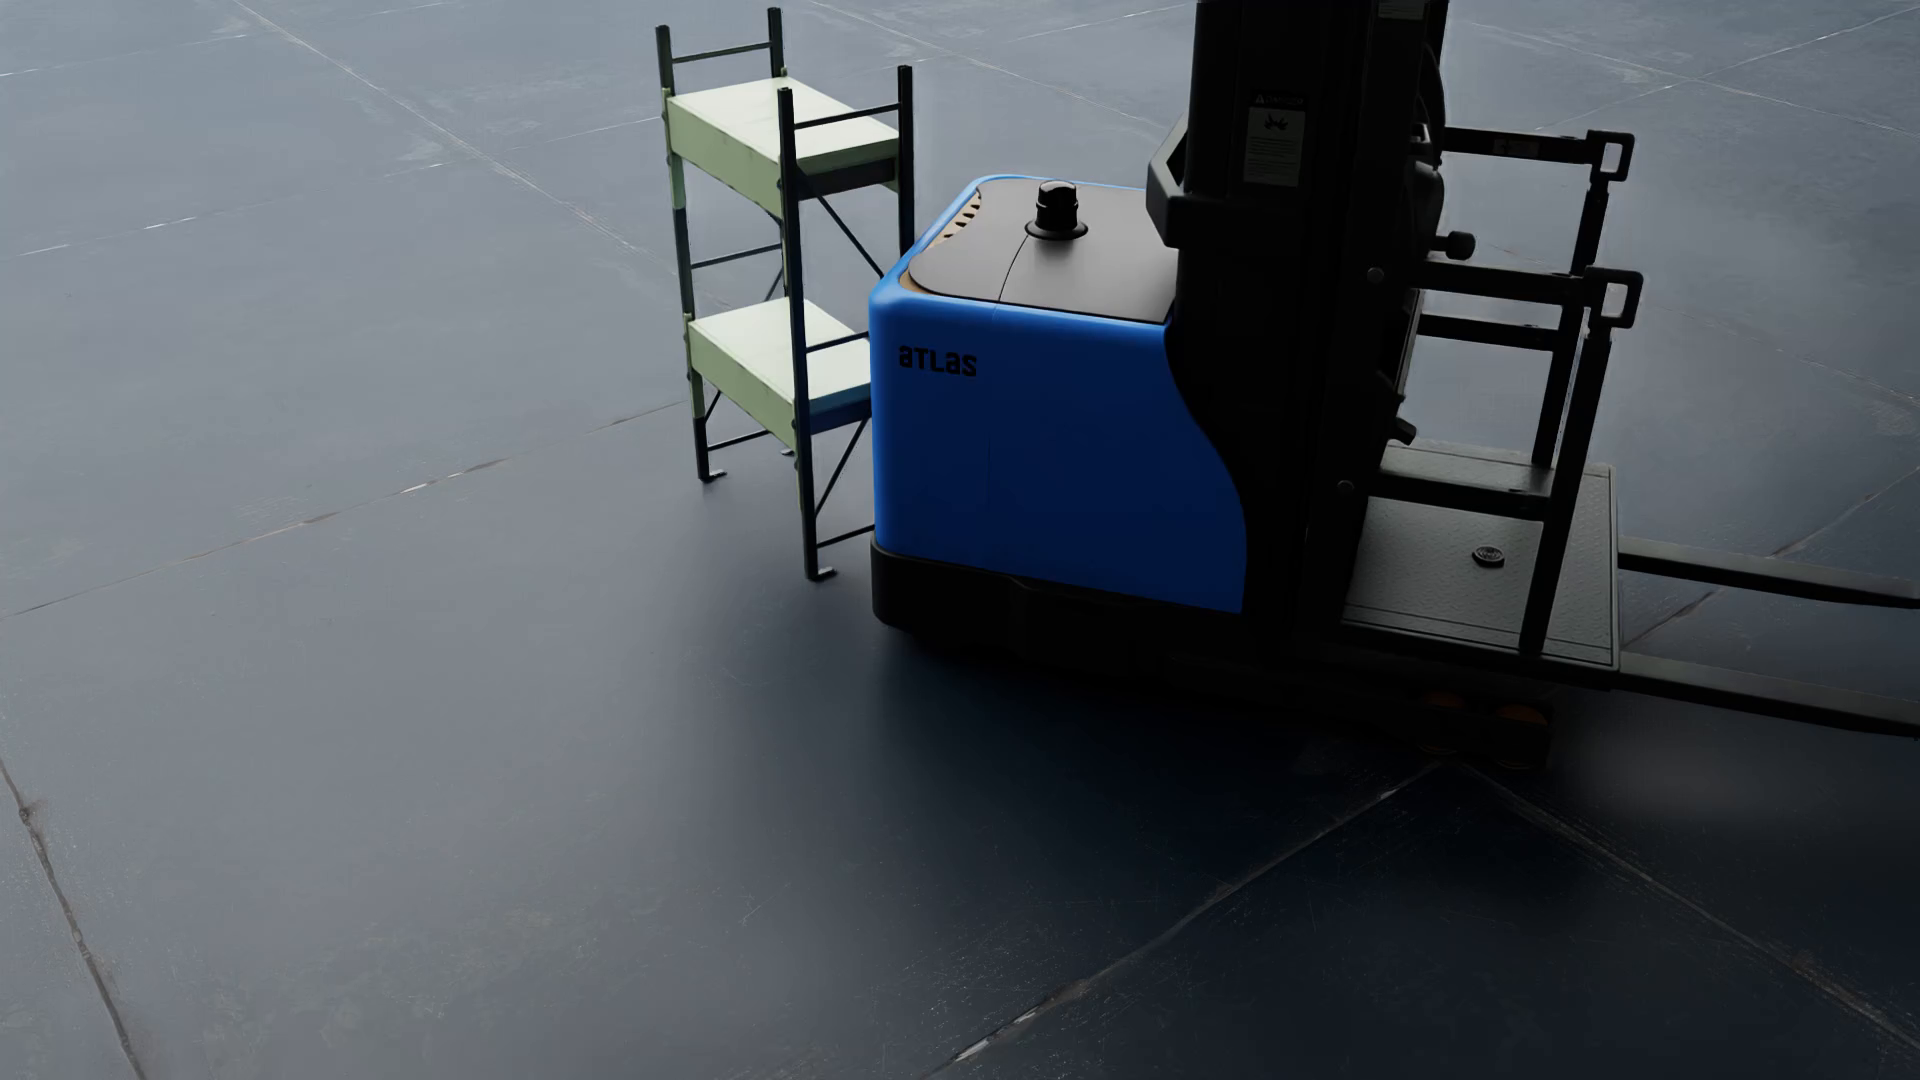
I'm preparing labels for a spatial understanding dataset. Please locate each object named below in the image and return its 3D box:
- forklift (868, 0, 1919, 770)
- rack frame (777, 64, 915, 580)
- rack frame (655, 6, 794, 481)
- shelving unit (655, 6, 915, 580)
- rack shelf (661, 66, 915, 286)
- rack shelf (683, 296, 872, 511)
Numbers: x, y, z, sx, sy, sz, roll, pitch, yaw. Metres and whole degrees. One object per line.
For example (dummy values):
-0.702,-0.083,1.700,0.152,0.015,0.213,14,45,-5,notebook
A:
1.323,-0.967,4.030,3.031,2.935,1.130,10,33,15,forklift
-0.299,-0.578,4.759,0.400,1.500,0.023,-20,37,-28,rack frame
-0.708,-0.898,5.275,0.400,1.500,0.023,-20,37,-28,rack frame
-0.503,-0.738,5.017,0.431,1.500,0.755,-20,37,-28,shelving unit
-0.503,-1.070,4.811,0.431,0.370,0.720,-20,37,-28,rack shelf
-0.503,-0.461,5.189,0.431,0.370,0.720,-20,37,-28,rack shelf
